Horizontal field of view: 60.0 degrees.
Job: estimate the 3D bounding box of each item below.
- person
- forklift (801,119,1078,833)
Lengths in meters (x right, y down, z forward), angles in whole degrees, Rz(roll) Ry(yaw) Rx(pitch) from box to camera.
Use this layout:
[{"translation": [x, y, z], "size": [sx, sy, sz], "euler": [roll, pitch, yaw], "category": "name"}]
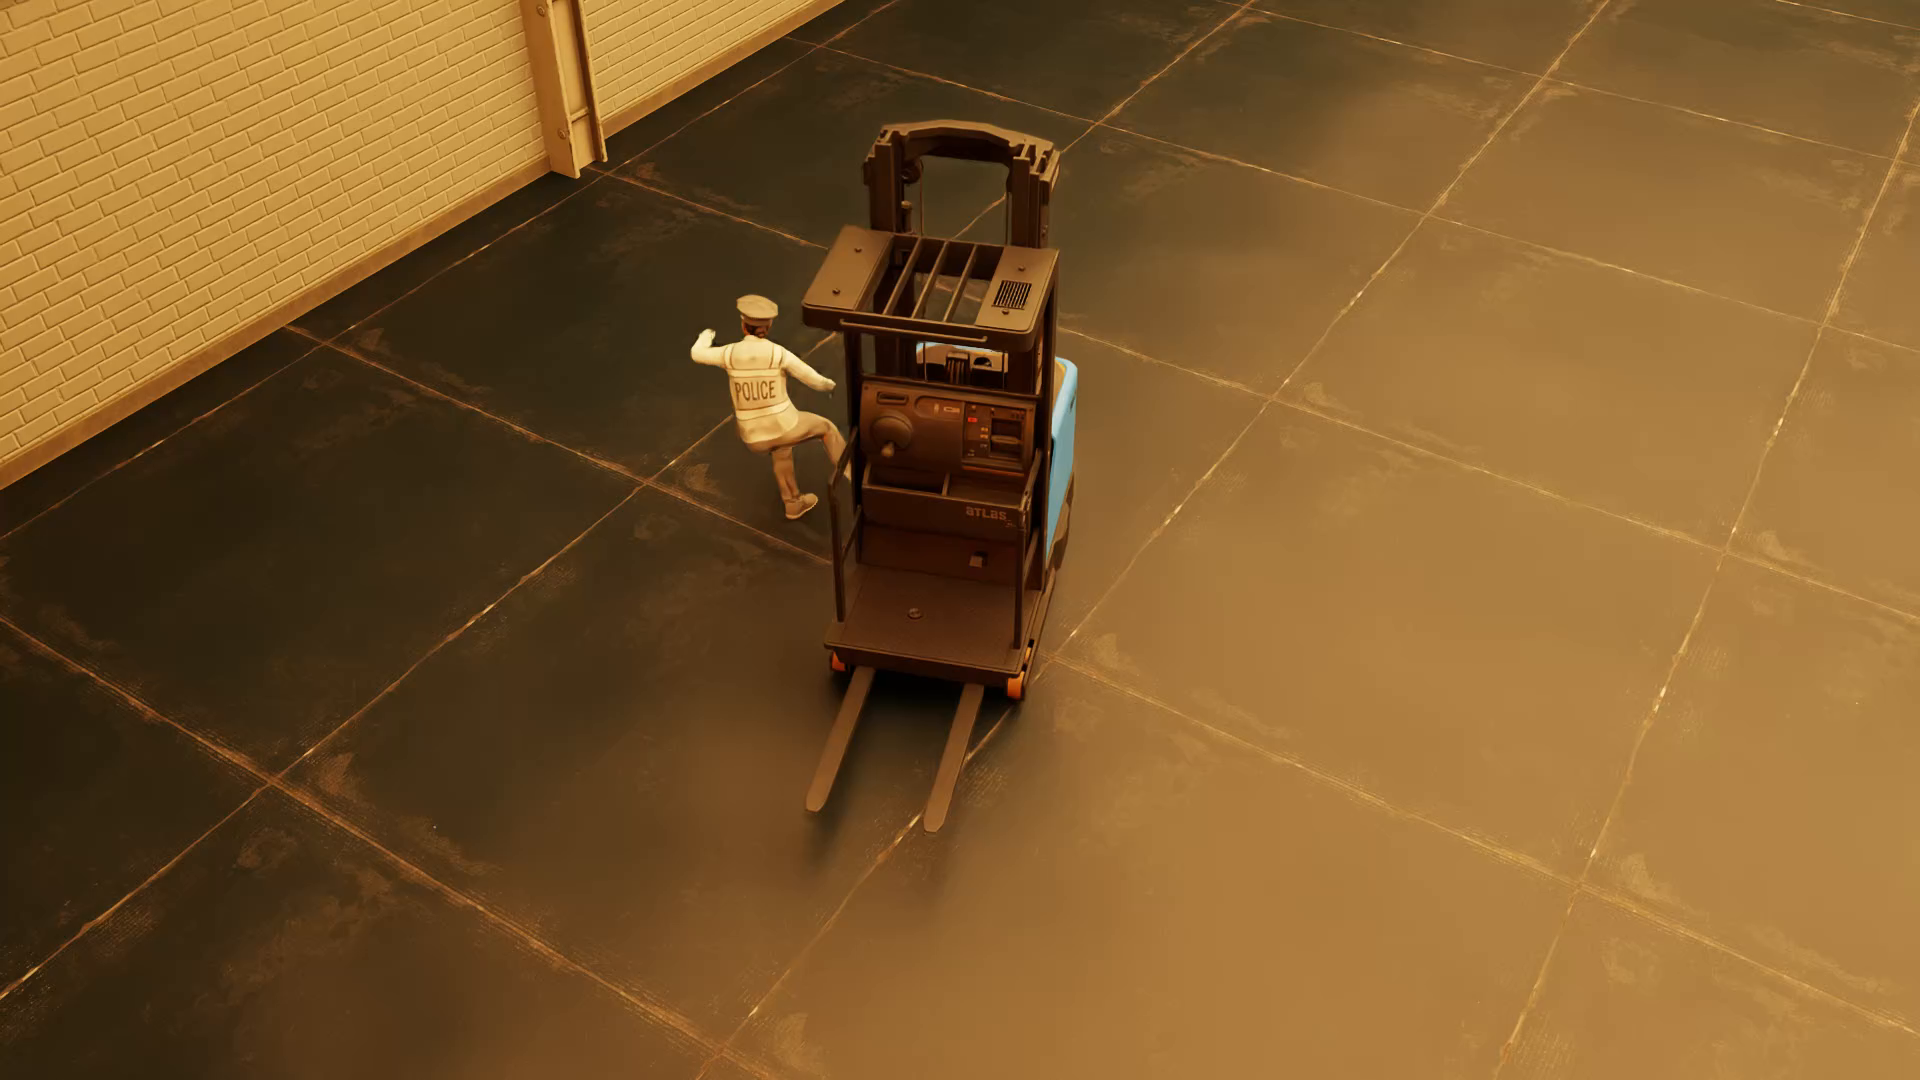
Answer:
[{"translation": [-1.014, -0.850, 10.160], "size": [1.202, 1.432, 0.848], "euler": [-1, 40, -1], "category": "person"}, {"translation": [-0.113, -0.508, 8.566], "size": [1.130, 2.935, 3.031], "euler": [8, 41, 10], "category": "forklift"}]
